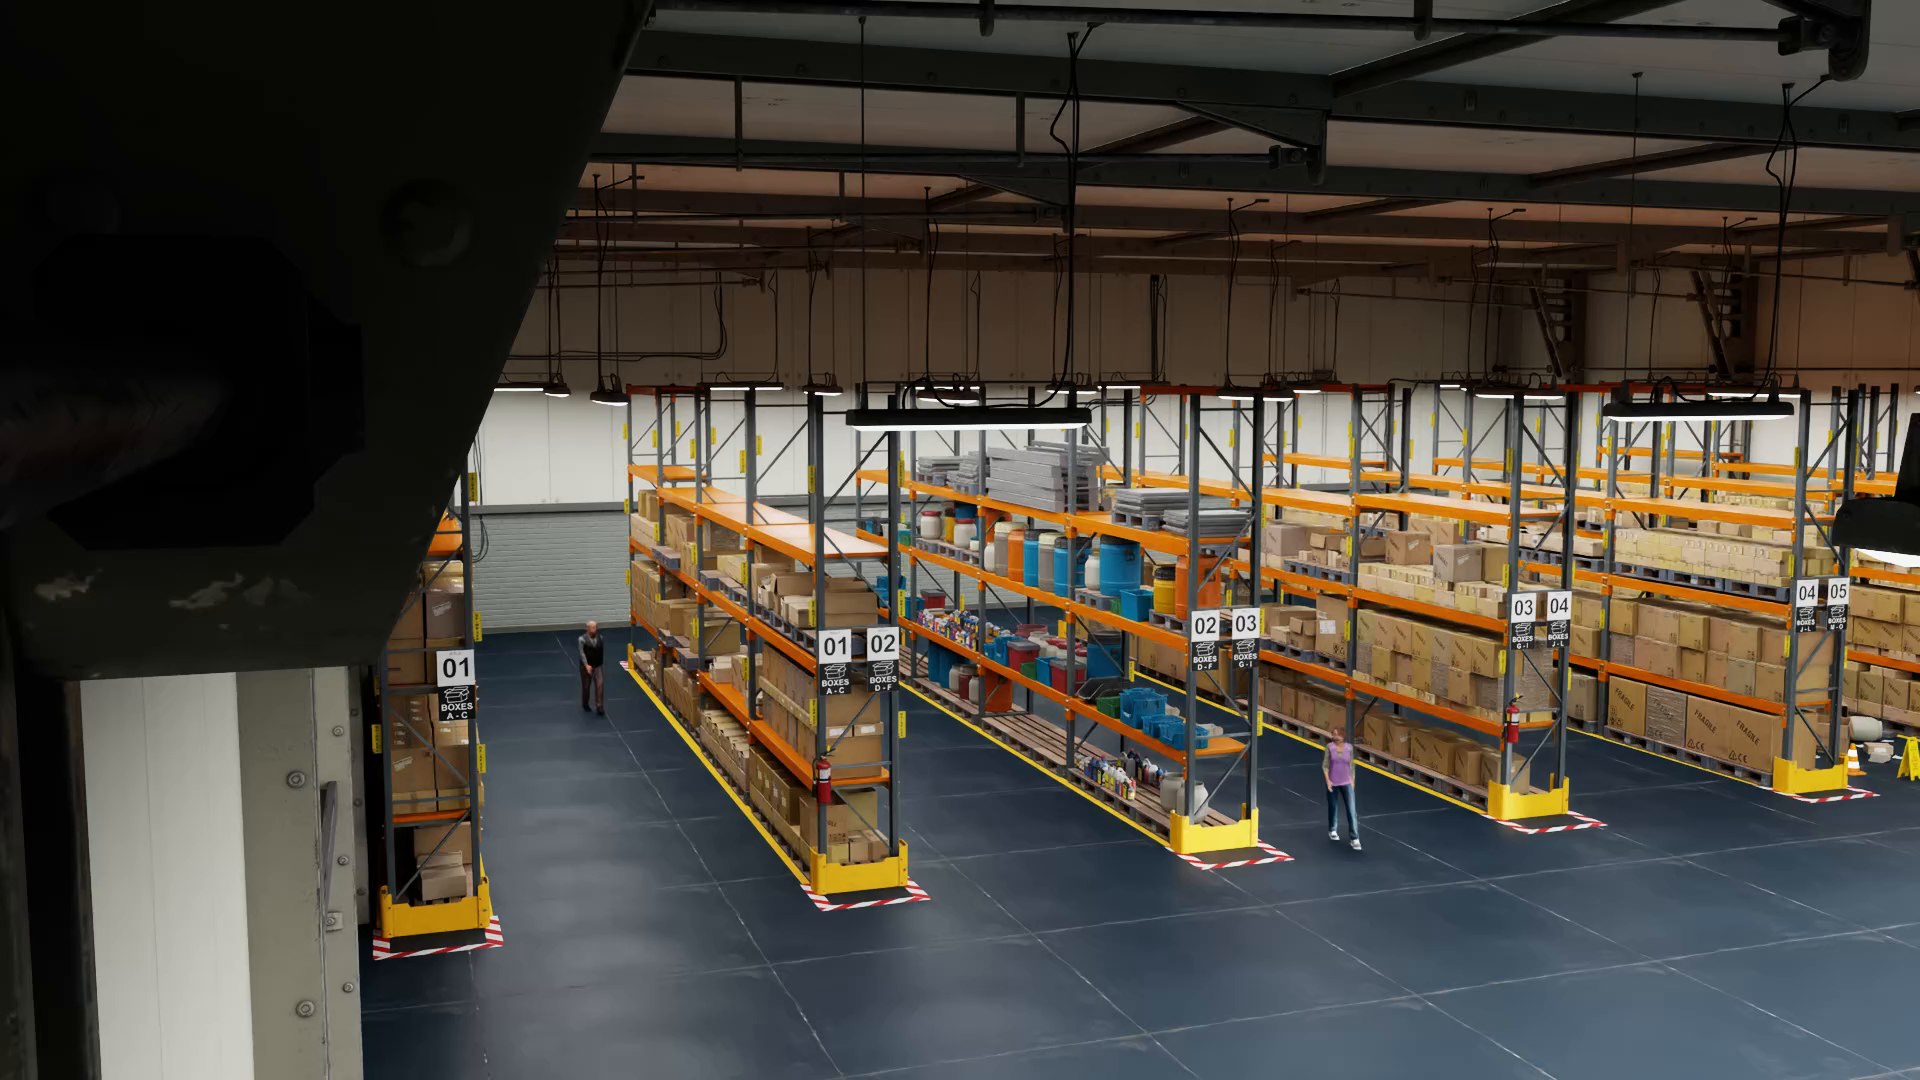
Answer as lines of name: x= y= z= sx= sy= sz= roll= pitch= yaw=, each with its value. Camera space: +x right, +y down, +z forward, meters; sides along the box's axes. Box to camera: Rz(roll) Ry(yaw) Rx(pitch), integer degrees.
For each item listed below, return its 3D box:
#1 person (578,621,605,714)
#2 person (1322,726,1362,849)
person: x=-6.759 y=2.324 z=30.645 sx=0.525 sy=1.666 sz=0.967 roll=-3 pitch=7 yaw=-30
person: x=5.064 y=3.260 z=22.057 sx=0.521 sy=1.577 sz=0.773 roll=1 pitch=6 yaw=11
